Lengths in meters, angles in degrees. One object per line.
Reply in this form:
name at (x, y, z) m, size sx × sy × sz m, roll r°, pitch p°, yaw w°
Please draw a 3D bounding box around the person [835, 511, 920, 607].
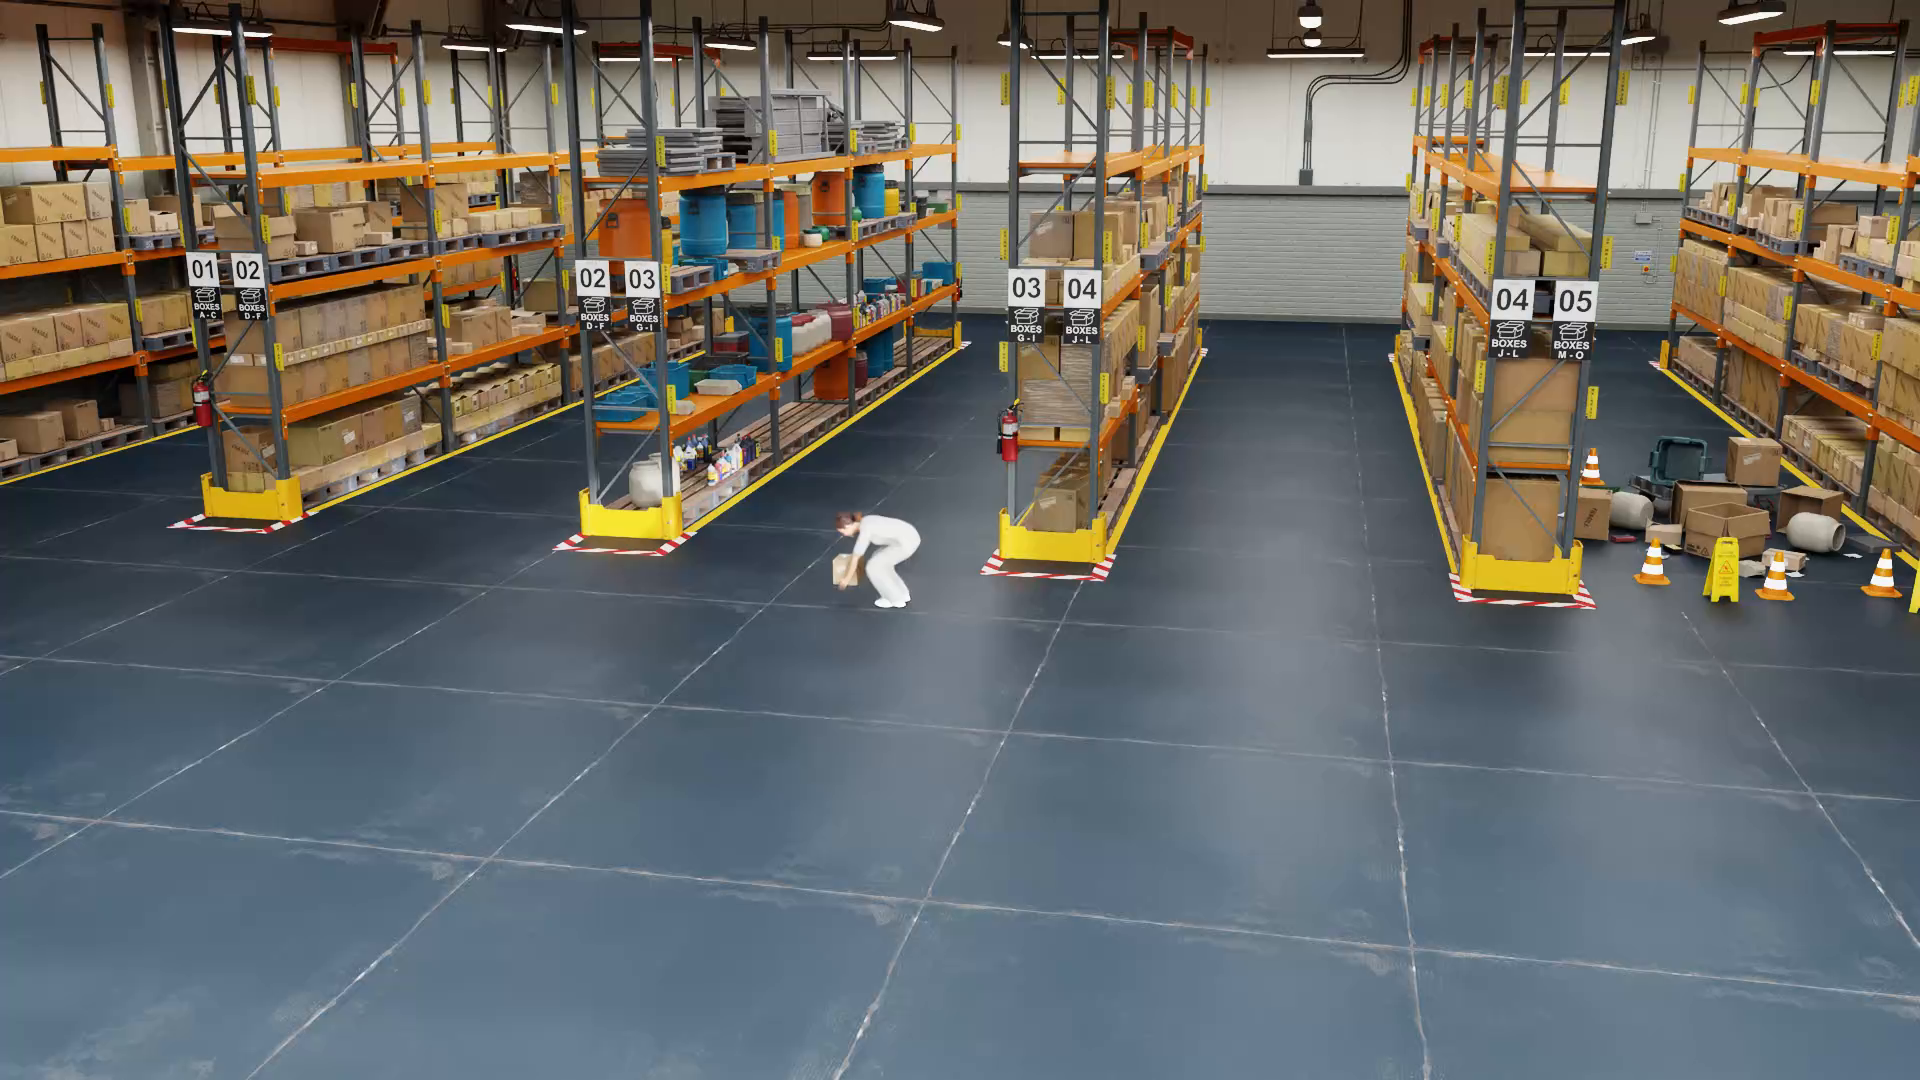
person at (-0.832, 0.175, 16.770) m, size 0.857 × 0.956 × 0.476 m, roll 2°, pitch 15°, yaw 9°
